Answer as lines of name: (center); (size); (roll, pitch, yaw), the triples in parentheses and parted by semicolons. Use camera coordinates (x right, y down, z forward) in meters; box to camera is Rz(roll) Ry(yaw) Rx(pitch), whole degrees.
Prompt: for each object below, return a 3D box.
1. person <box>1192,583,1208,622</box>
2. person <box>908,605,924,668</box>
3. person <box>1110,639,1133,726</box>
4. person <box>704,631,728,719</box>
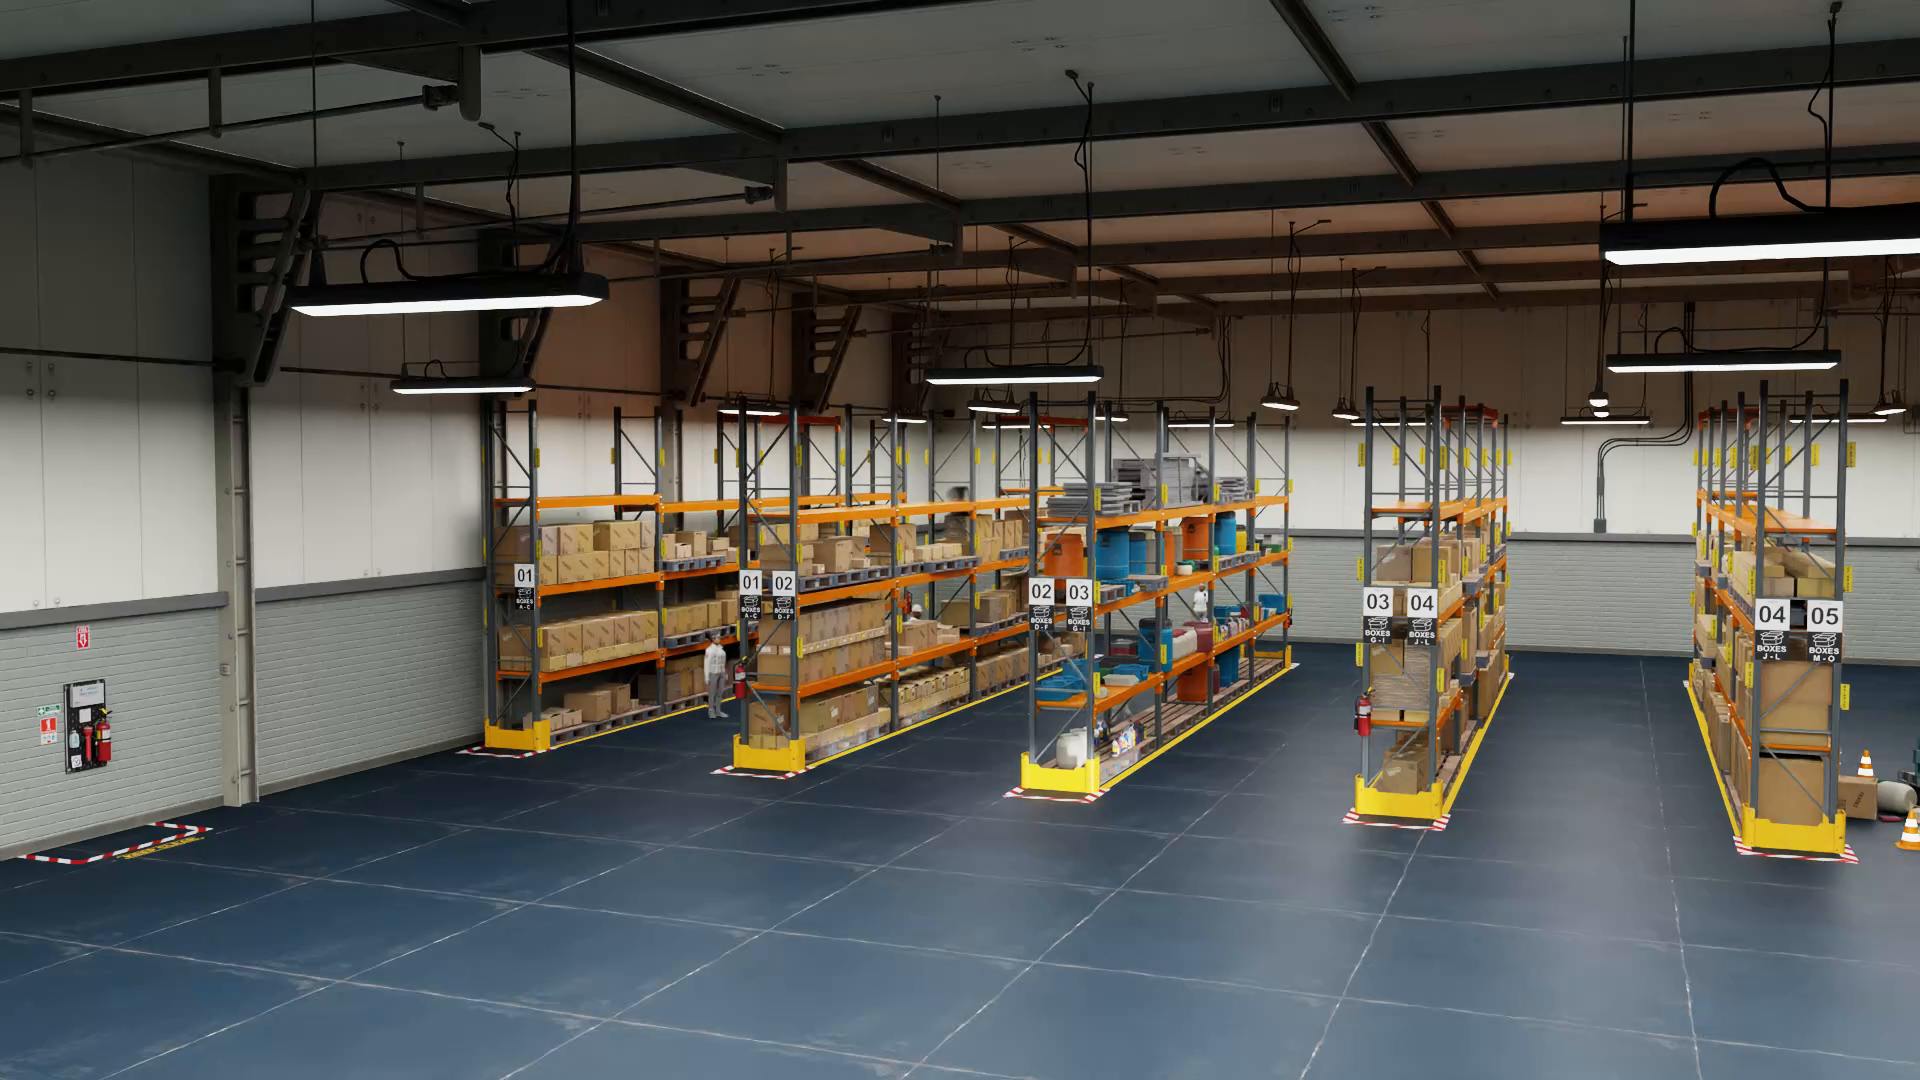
person: (6.528, 1.954, 44.925); (0.483, 1.687, 0.539); (0, 3, -1)
person: (-0.931, 2.304, 36.420); (0.414, 1.787, 0.622); (1, 3, 18)
person: (2.955, 2.654, 31.050); (0.592, 1.630, 0.566); (1, 3, 13)
person: (-4.685, 2.585, 32.021); (0.334, 1.689, 0.579); (2, 3, 33)
